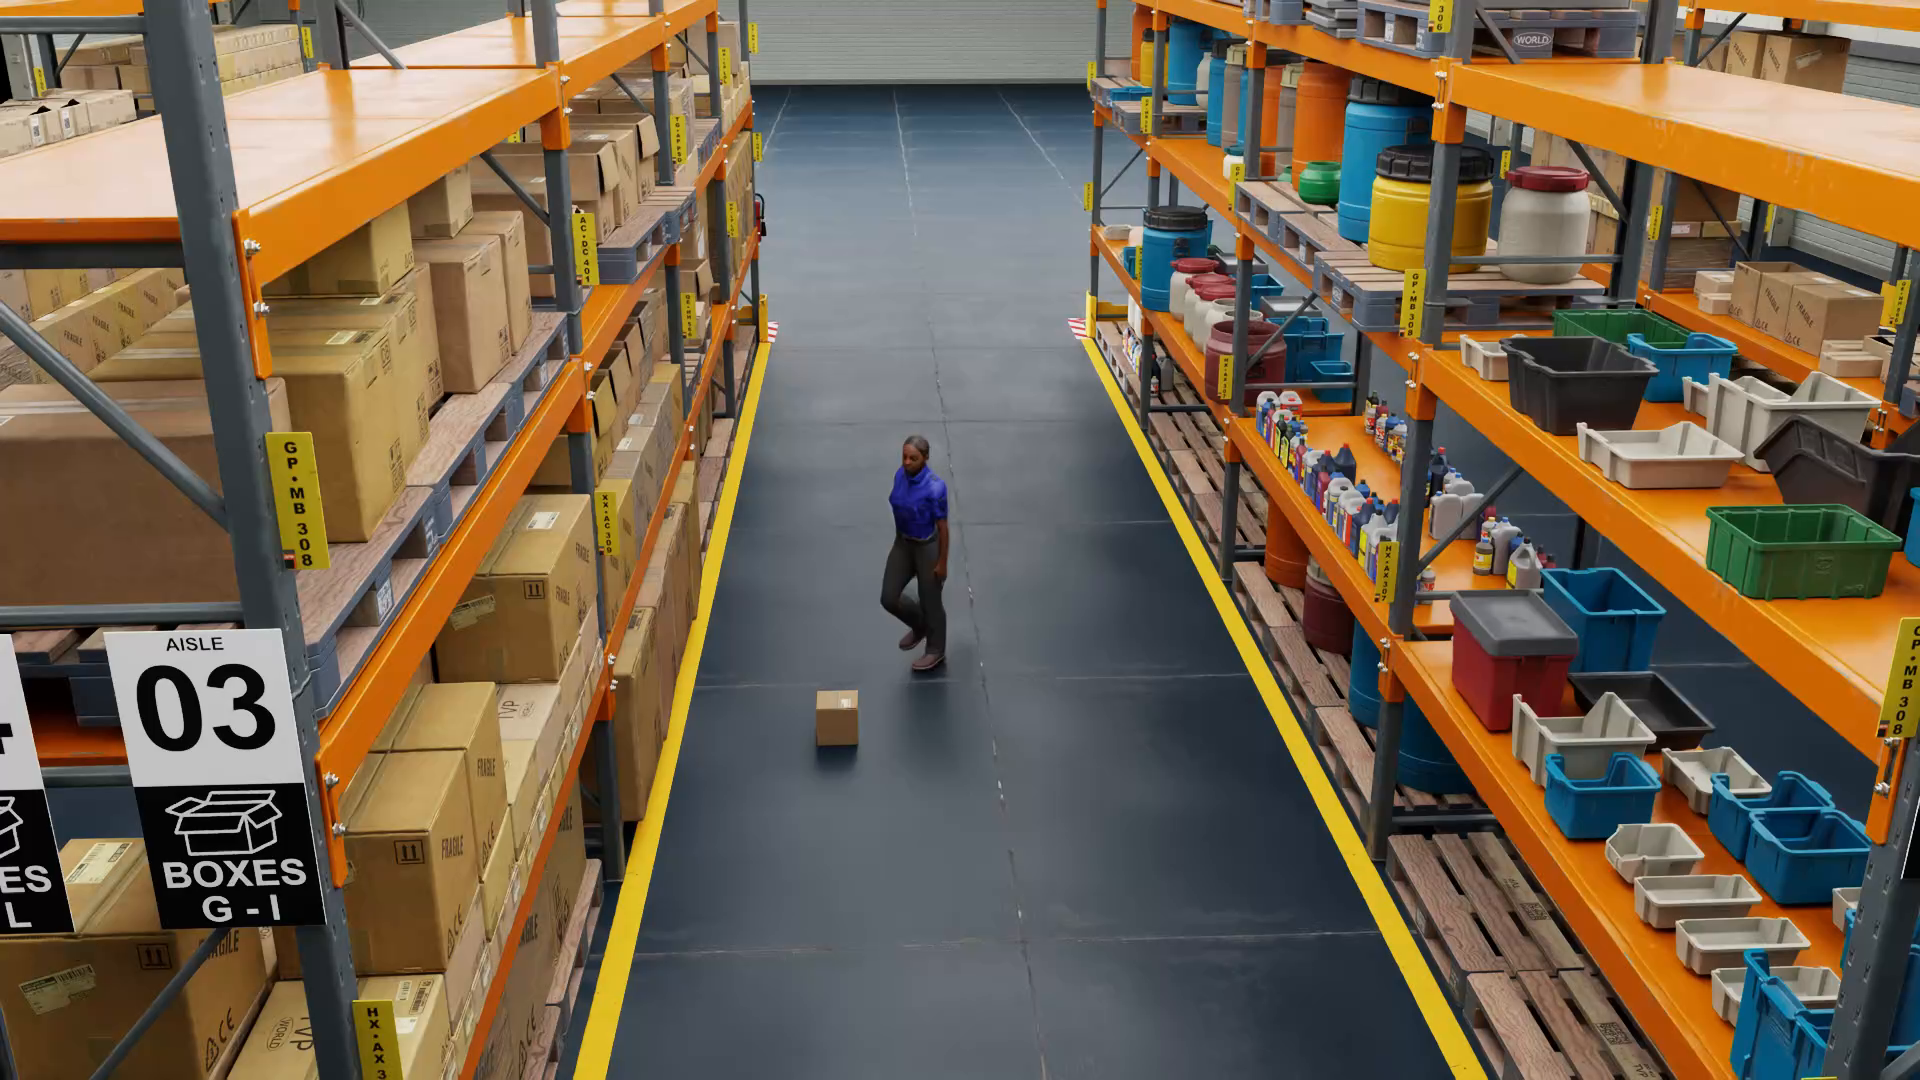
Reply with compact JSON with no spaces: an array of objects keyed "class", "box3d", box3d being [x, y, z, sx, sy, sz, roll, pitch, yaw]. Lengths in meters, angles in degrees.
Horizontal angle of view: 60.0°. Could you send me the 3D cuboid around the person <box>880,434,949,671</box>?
[{"class":"person","box3d":[-0.251,0.072,10.861,0.501,1.648,0.454,17,26,38]}]
